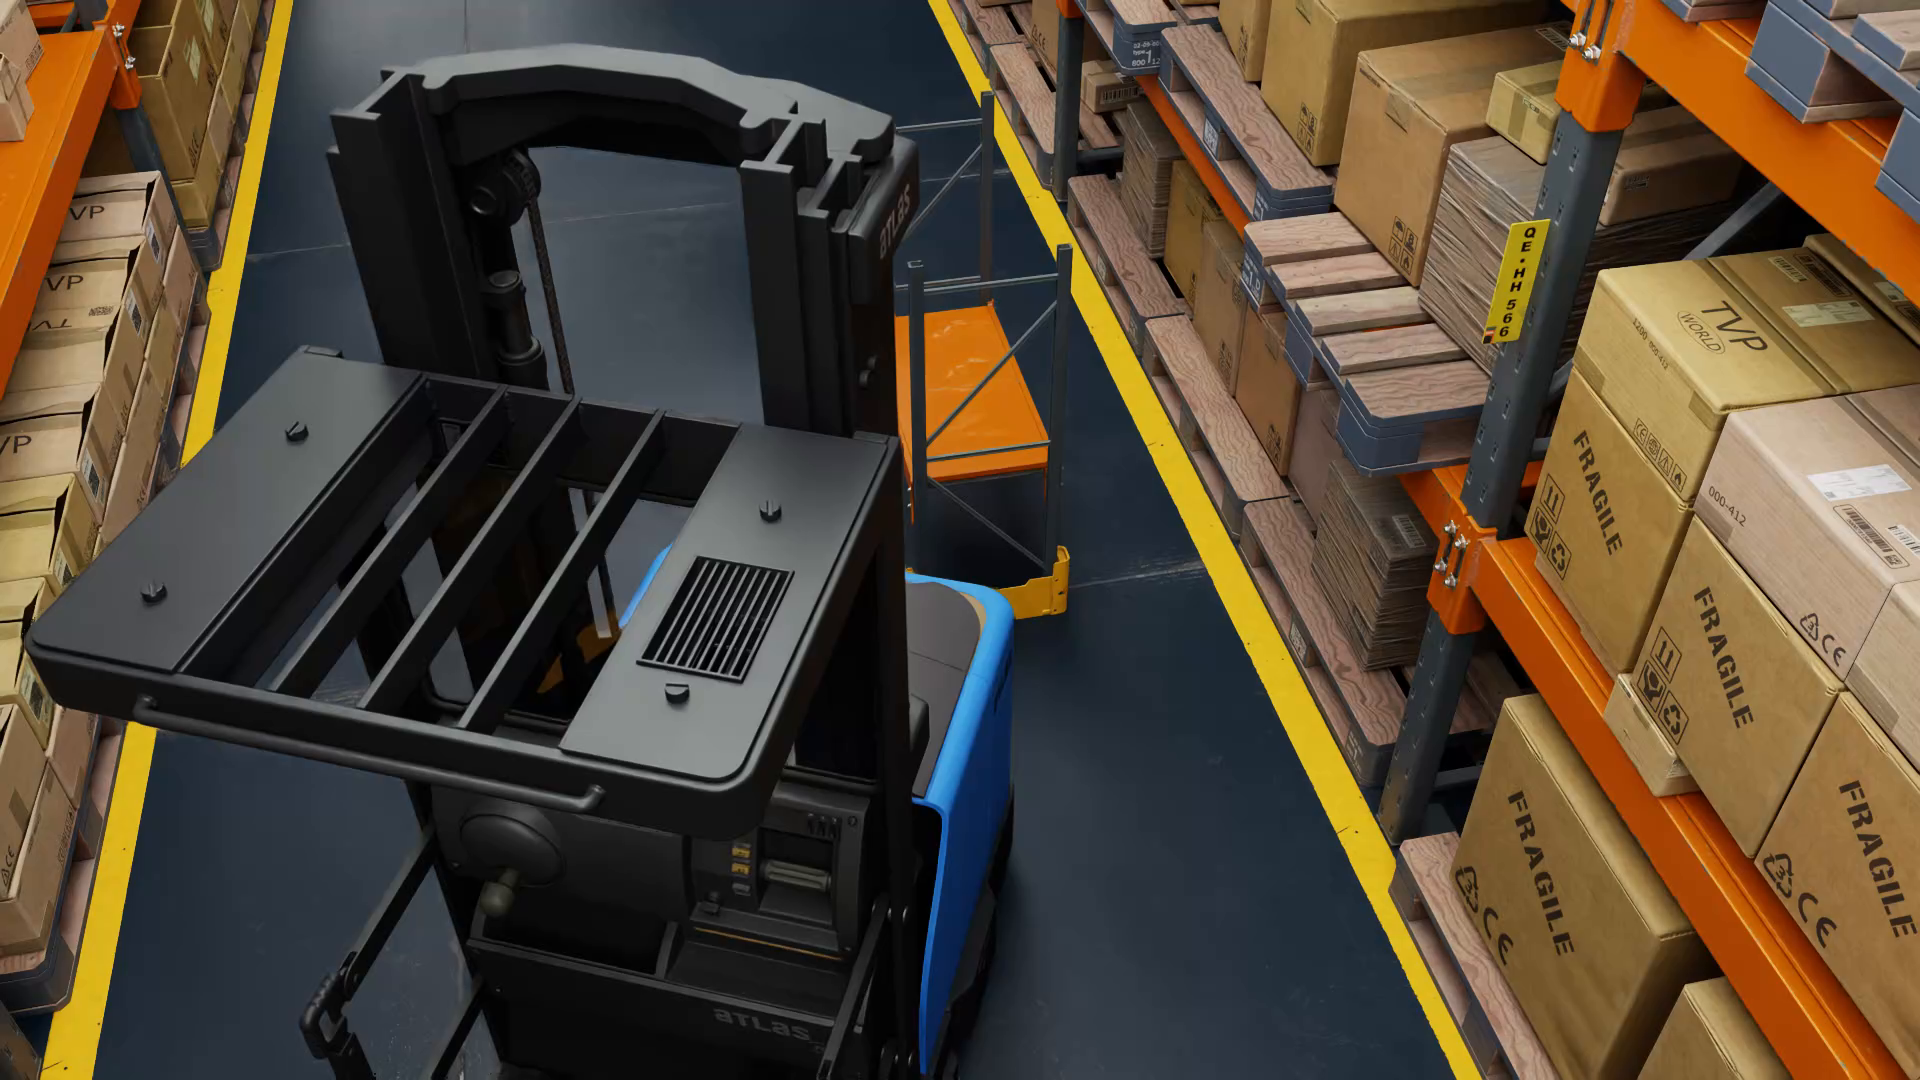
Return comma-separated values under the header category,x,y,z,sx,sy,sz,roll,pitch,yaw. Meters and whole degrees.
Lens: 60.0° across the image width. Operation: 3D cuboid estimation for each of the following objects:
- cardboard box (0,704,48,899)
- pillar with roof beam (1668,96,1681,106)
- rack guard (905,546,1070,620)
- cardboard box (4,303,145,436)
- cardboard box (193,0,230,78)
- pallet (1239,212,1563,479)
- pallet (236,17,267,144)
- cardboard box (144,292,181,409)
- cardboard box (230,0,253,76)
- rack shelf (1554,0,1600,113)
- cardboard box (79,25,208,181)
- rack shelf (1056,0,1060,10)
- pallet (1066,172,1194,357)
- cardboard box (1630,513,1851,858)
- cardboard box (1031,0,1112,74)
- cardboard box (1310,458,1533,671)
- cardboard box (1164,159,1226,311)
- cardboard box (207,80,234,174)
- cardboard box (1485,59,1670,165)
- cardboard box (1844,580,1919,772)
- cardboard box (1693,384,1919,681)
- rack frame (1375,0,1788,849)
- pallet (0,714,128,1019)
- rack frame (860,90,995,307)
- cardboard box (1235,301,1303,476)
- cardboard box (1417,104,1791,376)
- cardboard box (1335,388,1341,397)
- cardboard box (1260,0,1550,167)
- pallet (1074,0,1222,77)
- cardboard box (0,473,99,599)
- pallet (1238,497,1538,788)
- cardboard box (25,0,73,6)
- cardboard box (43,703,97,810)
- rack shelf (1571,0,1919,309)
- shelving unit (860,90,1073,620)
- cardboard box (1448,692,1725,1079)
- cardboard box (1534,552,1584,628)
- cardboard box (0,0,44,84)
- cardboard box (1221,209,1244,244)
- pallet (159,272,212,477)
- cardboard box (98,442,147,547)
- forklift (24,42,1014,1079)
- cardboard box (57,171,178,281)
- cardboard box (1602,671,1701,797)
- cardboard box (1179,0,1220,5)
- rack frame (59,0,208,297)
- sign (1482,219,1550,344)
category,x,y,z,sx,sy,sz,roll,pitch,yaw
cardboard box,-2.847,0.718,4.514,0.500,0.311,0.500,-7,42,-8
pillar with roof beam,-1.824,-2.868,2.702,9.100,9.000,0.400,-8,42,-9
rack guard,0.091,0.180,5.859,0.587,0.250,0.087,-8,42,-9
cardboard box,-3.293,-0.612,6.012,0.500,0.311,0.500,-8,42,-9
cardboard box,-3.894,-2.558,8.062,0.500,0.500,0.500,-8,42,-9
pallet,1.558,-0.649,4.867,1.213,0.211,1.003,-8,42,-9
pallet,-4.282,-2.426,8.824,1.003,0.211,1.213,-8,42,-9
cardboard box,-3.404,-0.728,6.566,0.500,0.250,0.500,-9,42,-10
cardboard box,-4.008,-2.601,8.675,0.500,0.250,0.500,-8,42,-9
rack shelf,1.384,-2.424,5.003,1.077,0.370,4.000,-8,42,-9
cardboard box,-3.678,-1.910,7.332,0.500,0.500,0.500,-8,42,-9
rack shelf,0.520,-3.895,8.920,1.077,0.370,4.000,-8,42,-9
pallet,1.121,-1.320,7.578,1.003,0.211,1.213,-8,42,-9
cardboard box,1.774,0.262,3.381,0.500,0.500,0.500,-7,42,-8
cardboard box,0.689,-2.764,8.656,0.500,0.500,0.500,-11,43,-12
cardboard box,1.609,0.037,5.501,0.700,0.500,0.500,-8,42,-9
cardboard box,1.288,-1.295,7.000,0.700,0.500,0.500,-9,42,-10
cardboard box,-3.791,-1.953,7.945,0.500,0.250,0.500,-8,42,-9
cardboard box,1.628,-1.145,4.385,0.380,0.149,0.250,-15,44,-16
cardboard box,1.890,0.292,2.782,0.500,0.250,0.500,-8,42,-9
cardboard box,1.778,-0.032,3.147,0.500,0.250,0.500,-9,42,-10
rack frame,1.815,-0.274,4.300,1.000,3.000,0.127,-8,42,-9
pallet,-3.160,0.941,5.030,1.003,0.211,1.213,-8,42,-9
rack frame,-0.128,-0.946,6.186,0.500,1.500,0.032,-8,42,-9
cardboard box,1.477,-0.632,6.254,0.700,0.500,0.500,-9,42,-10
cardboard box,1.704,-0.780,4.462,0.700,0.500,0.500,-13,43,-14
cardboard box,1.547,-0.622,5.678,0.500,0.250,0.500,-8,42,-8
cardboard box,1.414,-1.584,5.368,0.700,0.500,0.500,-8,42,-9
pallet,0.975,-2.279,6.703,1.003,0.211,1.213,-8,42,-9
cardboard box,-3.076,0.048,5.269,0.500,0.311,0.500,-9,42,-10
pallet,1.648,0.262,5.796,1.003,0.211,1.213,-8,42,-9
cardboard box,-3.986,-2.479,6.708,0.700,0.500,0.500,-9,42,-10
cardboard box,-2.956,0.602,5.067,0.500,0.250,0.500,-9,42,-10
rack shelf,2.247,0.169,2.082,1.077,0.370,4.000,-8,42,-9
shelving unit,-0.016,-0.610,5.808,0.587,1.500,1.083,-8,42,-9
cardboard box,1.846,0.868,4.316,0.750,0.750,0.750,-9,42,-10
cardboard box,1.660,0.059,4.099,0.380,0.149,0.250,-9,42,-10
cardboard box,-3.735,-1.786,6.116,0.500,0.250,0.500,-6,42,-7
cardboard box,1.341,-1.281,6.420,0.500,0.250,0.500,-9,42,-11
pallet,-3.687,-0.640,6.812,1.003,0.211,1.213,-8,42,-9
cardboard box,-3.185,-0.067,5.821,0.500,0.250,0.500,-8,42,-8
forklift,-0.694,0.711,3.241,1.130,2.935,3.031,9,42,10
cardboard box,-3.517,-1.272,6.756,0.500,0.311,0.500,-8,42,-9
cardboard box,1.681,0.408,3.705,0.380,0.149,0.250,-7,42,-8
cardboard box,1.142,-2.371,6.255,0.700,0.500,0.500,-4,42,-5
rack frame,-3.884,-2.155,6.418,1.000,3.000,0.127,-8,42,-9
sign,1.288,-0.594,3.847,0.100,0.325,0.005,-8,42,-9
